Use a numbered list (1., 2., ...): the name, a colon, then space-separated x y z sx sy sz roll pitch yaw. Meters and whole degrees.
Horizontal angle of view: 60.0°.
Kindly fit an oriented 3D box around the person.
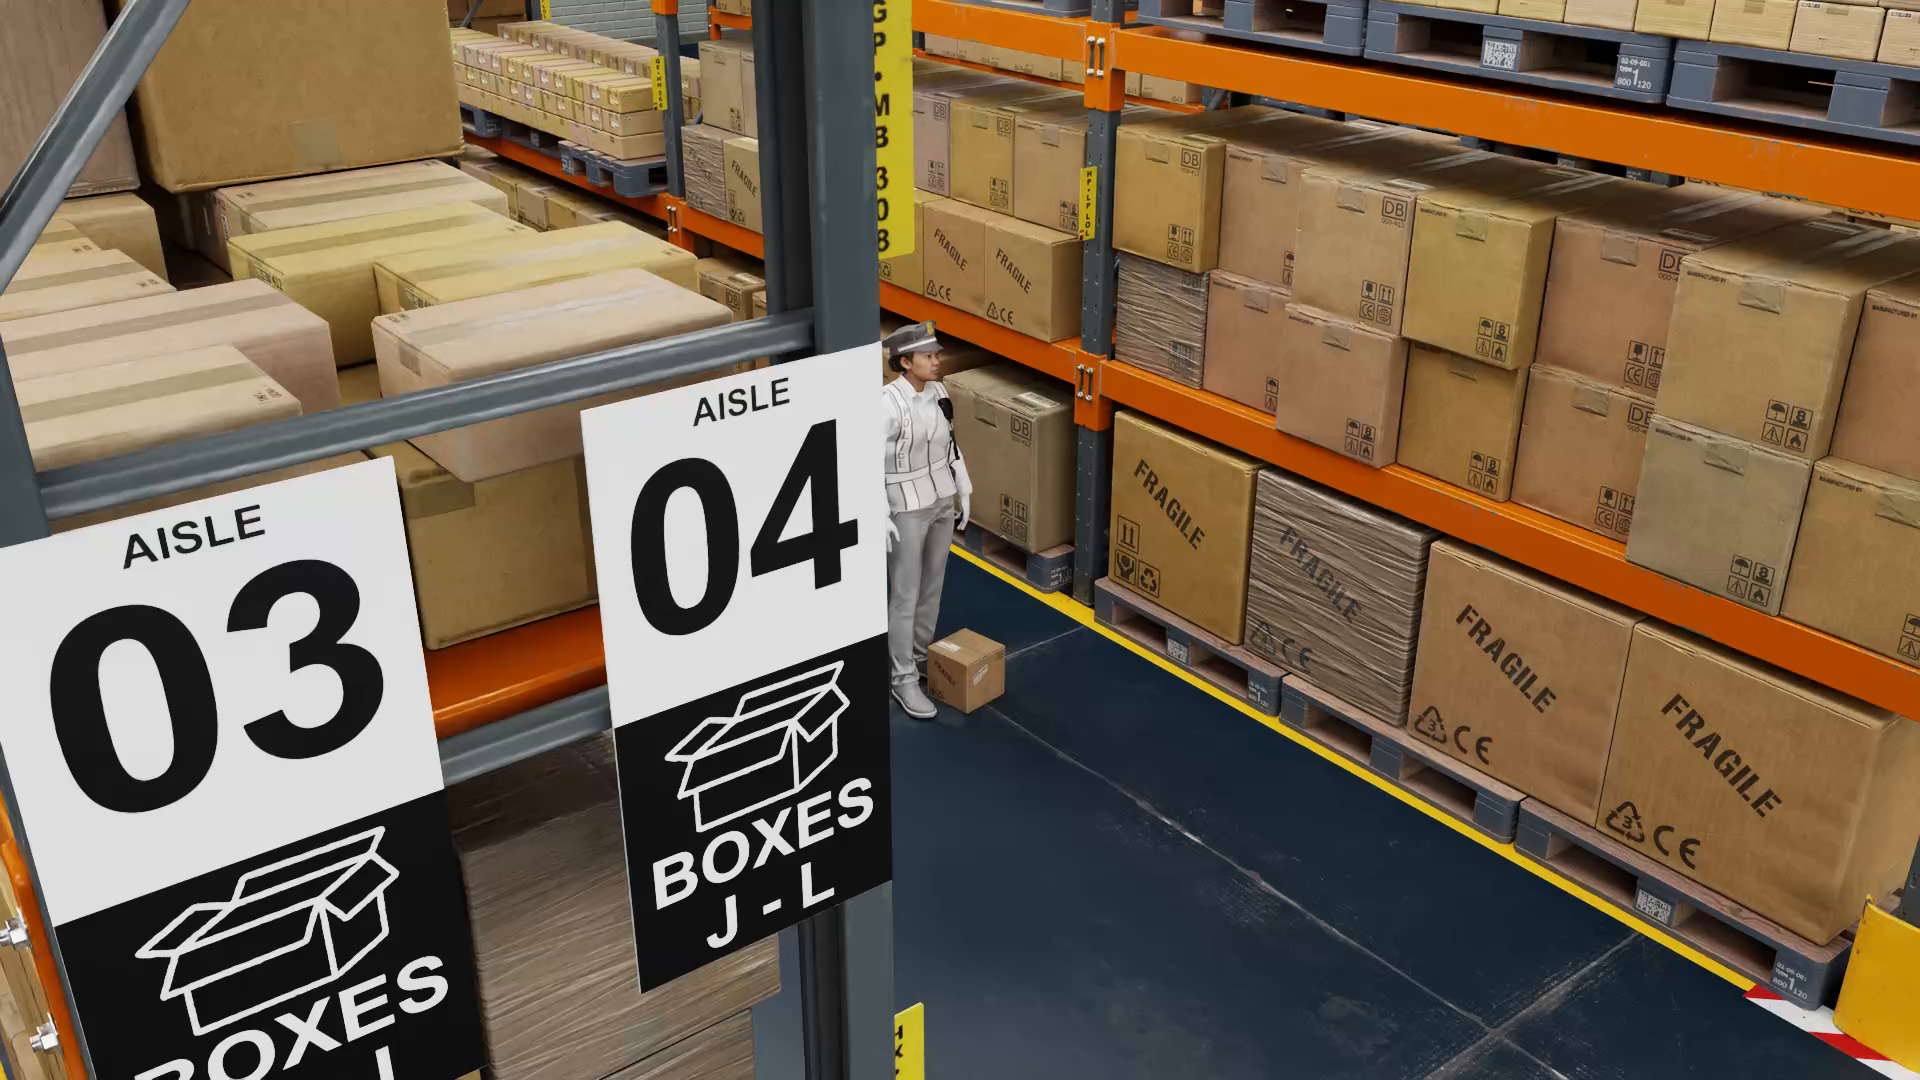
1. person: -0.139 -0.126 7.318 0.586 1.694 0.531 -23 33 -40
